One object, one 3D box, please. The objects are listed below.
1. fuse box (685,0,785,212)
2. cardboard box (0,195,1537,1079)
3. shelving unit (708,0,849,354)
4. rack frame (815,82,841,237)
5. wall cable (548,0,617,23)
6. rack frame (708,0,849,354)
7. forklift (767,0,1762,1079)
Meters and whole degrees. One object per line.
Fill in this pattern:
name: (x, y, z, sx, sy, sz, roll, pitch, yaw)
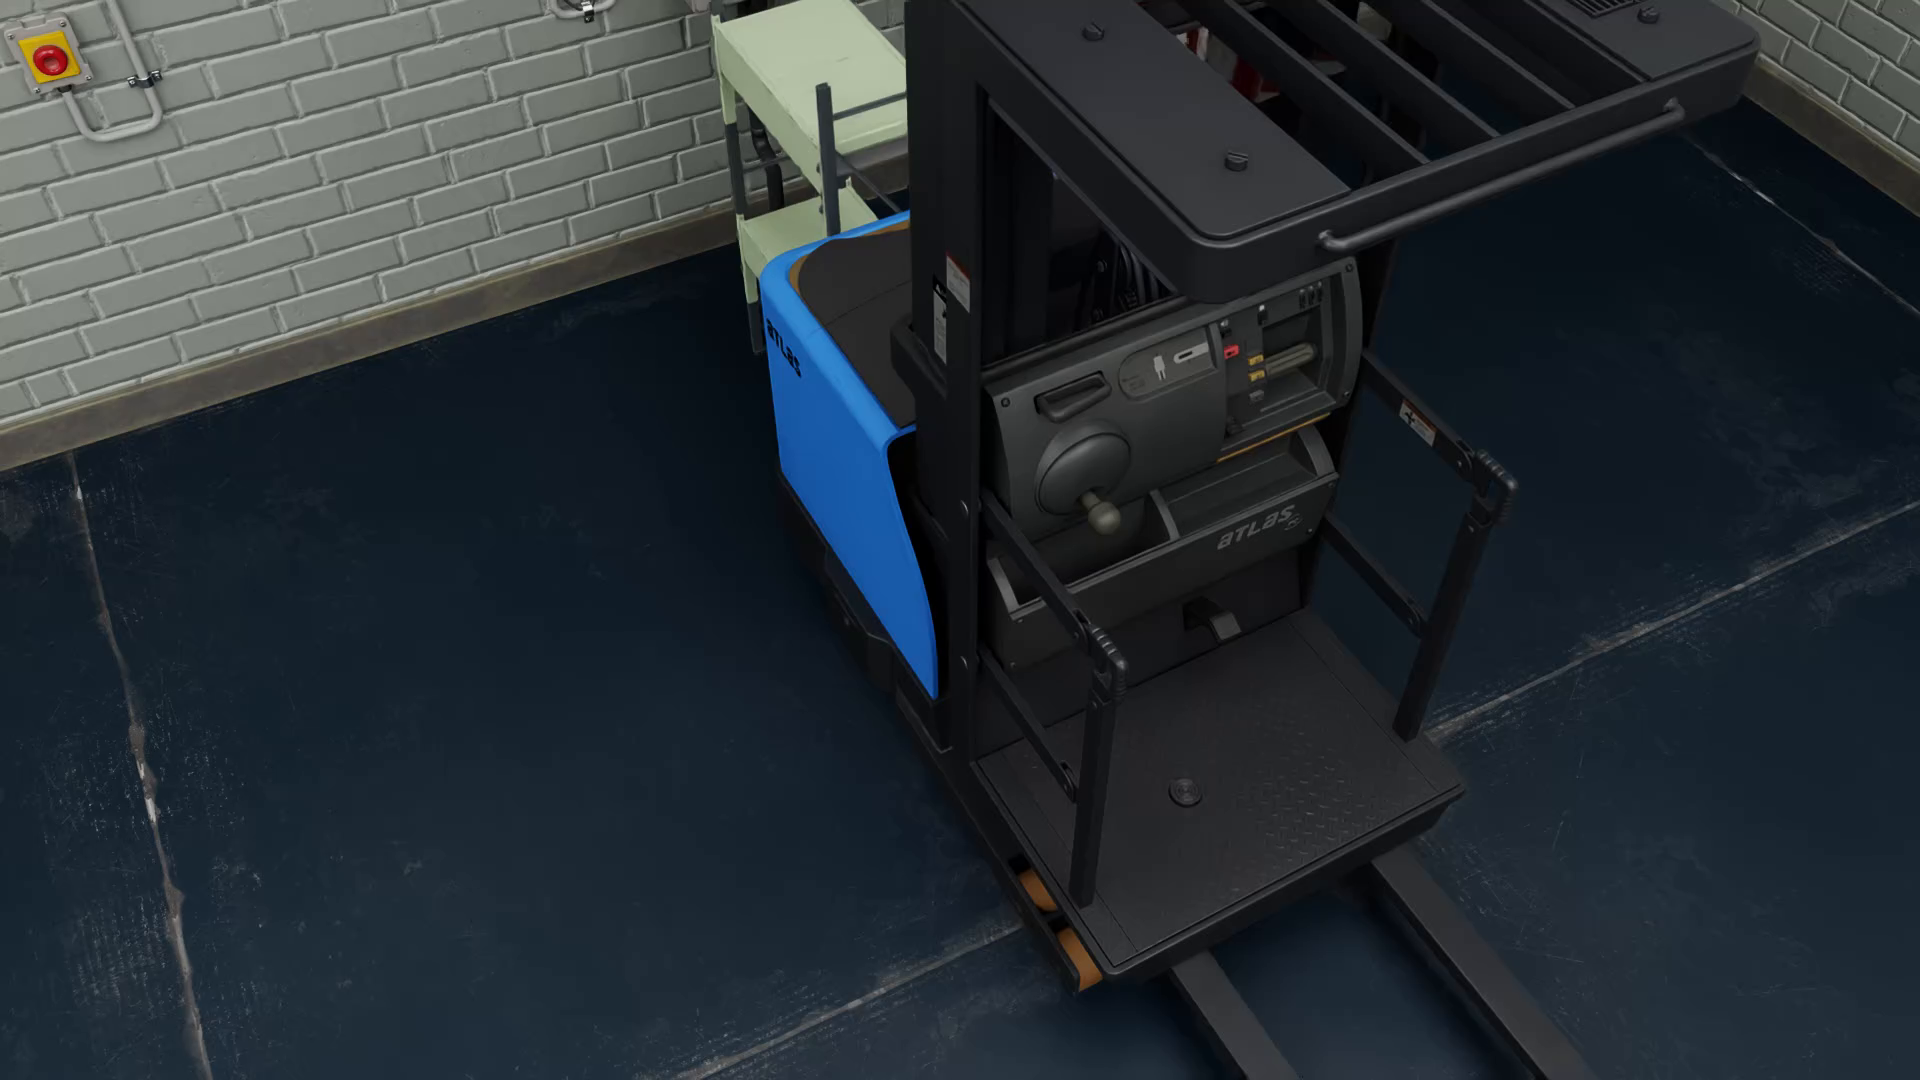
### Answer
fuse box: (-0.623, -1.612, 5.523, 0.539, 1.711, 0.414, -21, 52, -18)
cardboard box: (0.162, 3.641, 1.036, 6.103, 1.550, 13.522, -22, 52, -18)
shelving unit: (-0.370, -0.983, 5.113, 0.400, 1.500, 0.755, -23, 53, -19)
rack frame: (-0.193, -0.742, 4.902, 0.400, 1.500, 0.023, -23, 53, -19)
wall cable: (-1.302, -2.241, 4.542, 0.588, 1.984, 0.122, -21, 52, -18)
rack frame: (-0.547, -1.224, 5.324, 0.400, 1.500, 0.023, -23, 53, -19)
forklift: (0.610, -0.156, 3.497, 1.107, 2.843, 2.937, -23, 53, -19)
